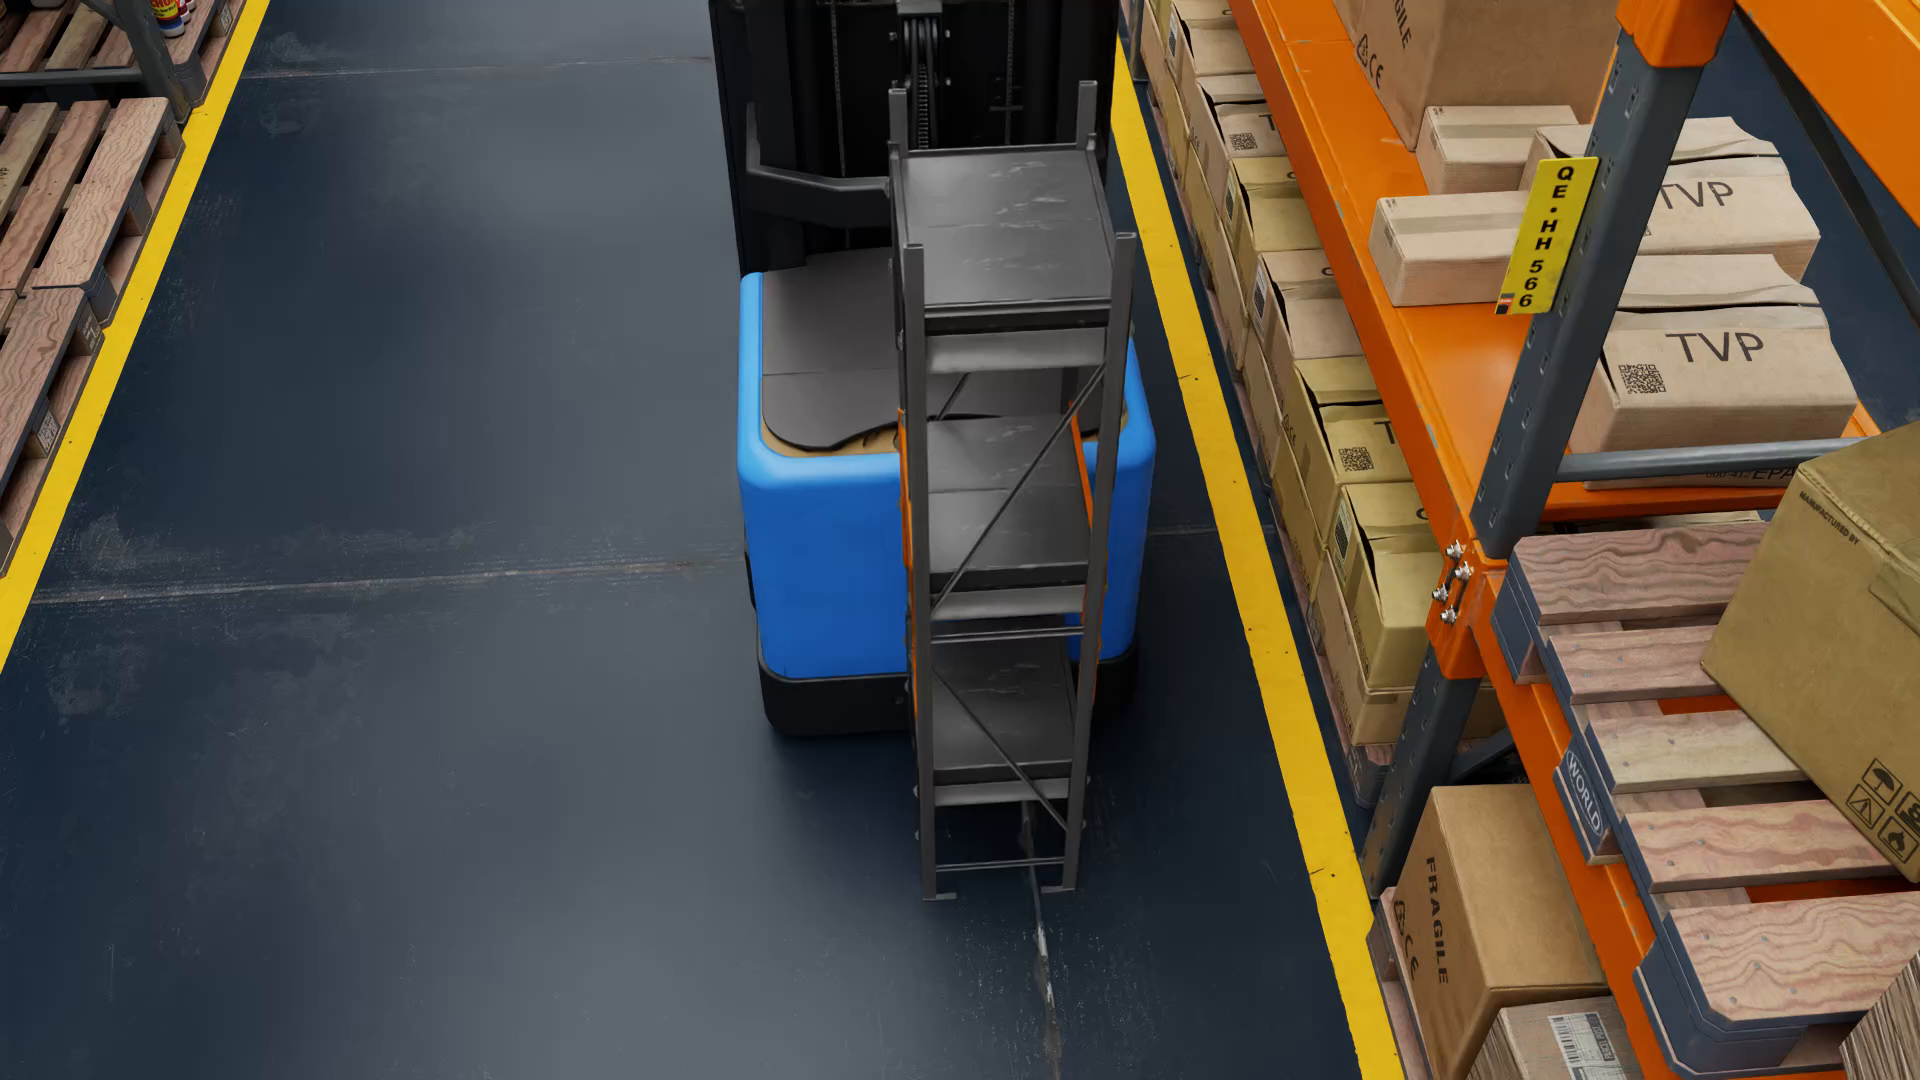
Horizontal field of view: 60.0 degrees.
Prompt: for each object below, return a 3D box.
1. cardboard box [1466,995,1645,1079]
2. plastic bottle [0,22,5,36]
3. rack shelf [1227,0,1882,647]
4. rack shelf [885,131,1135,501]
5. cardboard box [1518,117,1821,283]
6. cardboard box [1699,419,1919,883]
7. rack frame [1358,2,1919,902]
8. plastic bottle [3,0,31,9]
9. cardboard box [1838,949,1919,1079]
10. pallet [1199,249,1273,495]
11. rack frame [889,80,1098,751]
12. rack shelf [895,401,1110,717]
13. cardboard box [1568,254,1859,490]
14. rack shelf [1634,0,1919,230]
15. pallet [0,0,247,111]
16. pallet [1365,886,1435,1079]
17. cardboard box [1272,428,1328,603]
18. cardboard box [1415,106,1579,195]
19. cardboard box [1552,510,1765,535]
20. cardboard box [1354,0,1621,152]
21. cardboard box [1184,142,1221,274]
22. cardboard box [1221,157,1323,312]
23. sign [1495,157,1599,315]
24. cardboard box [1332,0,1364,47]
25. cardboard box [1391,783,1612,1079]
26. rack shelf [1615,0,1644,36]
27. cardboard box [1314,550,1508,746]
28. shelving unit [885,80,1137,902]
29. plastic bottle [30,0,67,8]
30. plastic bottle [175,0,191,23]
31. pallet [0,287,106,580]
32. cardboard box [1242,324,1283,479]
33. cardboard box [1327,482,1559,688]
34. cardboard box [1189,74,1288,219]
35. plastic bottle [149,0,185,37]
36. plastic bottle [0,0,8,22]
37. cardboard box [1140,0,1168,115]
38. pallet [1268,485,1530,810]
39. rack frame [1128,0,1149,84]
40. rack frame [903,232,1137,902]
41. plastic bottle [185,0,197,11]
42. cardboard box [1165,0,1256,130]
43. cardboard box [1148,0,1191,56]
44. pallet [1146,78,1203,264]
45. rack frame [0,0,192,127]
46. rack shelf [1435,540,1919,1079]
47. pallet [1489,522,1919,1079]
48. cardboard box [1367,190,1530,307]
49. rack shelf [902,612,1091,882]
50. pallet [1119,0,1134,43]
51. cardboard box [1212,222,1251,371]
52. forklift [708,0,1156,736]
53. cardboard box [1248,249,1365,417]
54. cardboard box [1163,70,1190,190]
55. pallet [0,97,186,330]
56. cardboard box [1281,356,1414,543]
[{"bbox_3d":[1.368,1.274,3.396,0.500,0.500,0.500,-5,47,-5],"label":"cardboard box"},{"bbox_3d":[-4.046,-2.187,6.880,0.097,0.201,0.097,0,47,0],"label":"plastic bottle"},{"bbox_3d":[1.398,-1.359,4.966,1.077,0.370,4.000,-3,47,-3],"label":"rack shelf"},{"bbox_3d":[0.083,-0.439,3.275,0.431,0.518,0.480,-3,47,-3],"label":"rack shelf"},{"bbox_3d":[1.684,-0.787,3.991,0.500,0.311,0.500,-4,47,-4],"label":"cardboard box"},{"bbox_3d":[1.731,0.111,2.721,0.700,0.500,0.500,-18,49,-16],"label":"cardboard box"},{"bbox_3d":[1.566,-0.159,3.335,1.000,3.000,0.127,-3,47,-3],"label":"rack frame"},{"bbox_3d":[-4.047,-2.444,7.020,0.144,0.351,0.185,-5,47,-4],"label":"plastic bottle"},{"bbox_3d":[1.617,0.784,2.083,0.700,0.500,0.500,4,47,4],"label":"cardboard box"},{"bbox_3d":[1.437,-0.679,5.748,1.003,0.211,1.213,-3,47,-3],"label":"pallet"},{"bbox_3d":[0.064,-0.144,3.940,0.400,2.100,0.015,-3,47,-3],"label":"rack frame"},{"bbox_3d":[0.083,0.042,3.783,0.431,0.518,0.480,-3,47,-3],"label":"rack shelf"},{"bbox_3d":[1.579,-0.394,3.619,0.500,0.311,0.500,-1,47,-1],"label":"cardboard box"},{"bbox_3d":[1.733,0.504,1.136,1.077,0.370,4.000,-3,47,-3],"label":"rack shelf"},{"bbox_3d":[-3.720,-2.284,7.268,1.003,0.211,1.213,-3,47,-3],"label":"pallet"},{"bbox_3d":[1.590,1.342,3.834,1.003,0.211,1.213,-3,47,-3],"label":"pallet"},{"bbox_3d":[1.232,-0.097,4.880,0.500,0.250,0.500,-4,47,-4],"label":"cardboard box"},{"bbox_3d":[1.403,-0.992,4.297,0.380,0.149,0.250,0,47,0],"label":"cardboard box"},{"bbox_3d":[1.814,0.052,4.353,0.500,0.311,0.500,-2,47,-2],"label":"cardboard box"},{"bbox_3d":[1.409,-1.407,4.447,0.500,0.500,0.500,-6,47,-5],"label":"cardboard box"},{"bbox_3d":[1.105,-1.201,5.926,0.500,0.250,0.500,-5,47,-5],"label":"cardboard box"},{"bbox_3d":[1.147,-1.019,5.367,0.500,0.311,0.500,-2,47,-2],"label":"cardboard box"},{"bbox_3d":[1.013,-0.521,2.880,0.100,0.325,0.005,-3,47,-3],"label":"sign"},{"bbox_3d":[1.365,-1.787,4.808,0.500,0.500,0.500,-3,47,-3],"label":"cardboard box"},{"bbox_3d":[1.319,0.896,3.754,0.500,0.500,0.500,-2,47,-2],"label":"cardboard box"},{"bbox_3d":[1.398,-2.390,3.877,1.077,0.370,4.000,-3,47,-3],"label":"rack shelf"},{"bbox_3d":[1.279,0.276,4.527,0.500,0.250,0.500,-2,47,-2],"label":"cardboard box"},{"bbox_3d":[0.083,0.033,3.773,0.431,2.100,0.503,-3,47,-3],"label":"shelving unit"},{"bbox_3d":[-3.903,-2.452,7.028,0.144,0.351,0.185,-3,47,-3],"label":"plastic bottle"},{"bbox_3d":[-3.304,-2.275,6.963,0.097,0.201,0.097,0,47,0],"label":"plastic bottle"},{"bbox_3d":[-3.496,-0.345,5.432,1.003,0.211,1.213,-3,47,-3],"label":"pallet"},{"bbox_3d":[1.193,-0.461,5.225,0.500,0.250,0.500,-3,47,-2],"label":"cardboard box"},{"bbox_3d":[1.276,0.085,4.322,0.500,0.311,0.500,-2,47,-2],"label":"cardboard box"},{"bbox_3d":[1.098,-1.394,5.723,0.500,0.311,0.500,-5,47,-5],"label":"cardboard box"},{"bbox_3d":[-3.295,-2.225,6.868,0.097,0.271,0.097,0,47,0],"label":"plastic bottle"},{"bbox_3d":[-4.075,-2.300,6.930,0.061,0.283,0.133,-1,47,-1],"label":"plastic bottle"},{"bbox_3d":[1.018,-1.945,6.631,0.500,0.250,0.500,-5,47,-4],"label":"cardboard box"},{"bbox_3d":[1.536,0.202,4.914,1.003,0.211,1.213,-3,47,-3],"label":"pallet"},{"bbox_3d":[1.231,-3.053,6.076,1.000,3.000,0.127,-3,47,-3],"label":"rack frame"},{"bbox_3d":[0.103,0.209,3.606,0.400,2.100,0.015,-3,47,-3],"label":"rack frame"},{"bbox_3d":[-3.312,-2.348,7.032,0.097,0.201,0.097,0,47,0],"label":"plastic bottle"},{"bbox_3d":[1.054,-1.768,6.077,0.500,0.311,0.500,-4,47,-4],"label":"cardboard box"},{"bbox_3d":[1.017,-2.131,6.420,0.500,0.311,0.500,-3,47,-3],"label":"cardboard box"},{"bbox_3d":[1.331,-1.564,6.585,1.003,0.211,1.213,-3,47,-3],"label":"pallet"},{"bbox_3d":[-3.706,-2.755,5.793,1.000,3.000,0.127,-3,47,-3],"label":"rack frame"},{"bbox_3d":[1.733,1.535,2.226,1.077,0.370,4.000,-3,47,-3],"label":"rack shelf"},{"bbox_3d":[1.692,0.393,2.944,1.213,0.211,1.003,-3,47,-3],"label":"pallet"},{"bbox_3d":[1.215,-0.707,4.026,0.380,0.149,0.250,-3,47,-3],"label":"cardboard box"},{"bbox_3d":[0.083,0.523,4.291,0.431,0.518,0.480,-3,47,-3],"label":"rack shelf"},{"bbox_3d":[1.206,-2.672,7.635,1.003,0.211,1.213,-3,47,-3],"label":"pallet"},{"bbox_3d":[1.147,-0.833,5.577,0.500,0.250,0.500,-3,47,-3],"label":"cardboard box"},{"bbox_3d":[-0.140,-1.532,4.682,1.130,2.935,3.031,-3,47,-3],"label":"forklift"},{"bbox_3d":[1.187,-0.656,5.024,0.500,0.311,0.500,-4,47,-4],"label":"cardboard box"},{"bbox_3d":[1.059,-1.575,6.281,0.500,0.250,0.500,-2,47,-2],"label":"cardboard box"},{"bbox_3d":[-3.601,-1.230,6.270,1.003,0.211,1.213,-3,47,-3],"label":"pallet"},{"bbox_3d":[1.226,-0.291,4.678,0.500,0.311,0.500,-4,47,-4],"label":"cardboard box"}]
